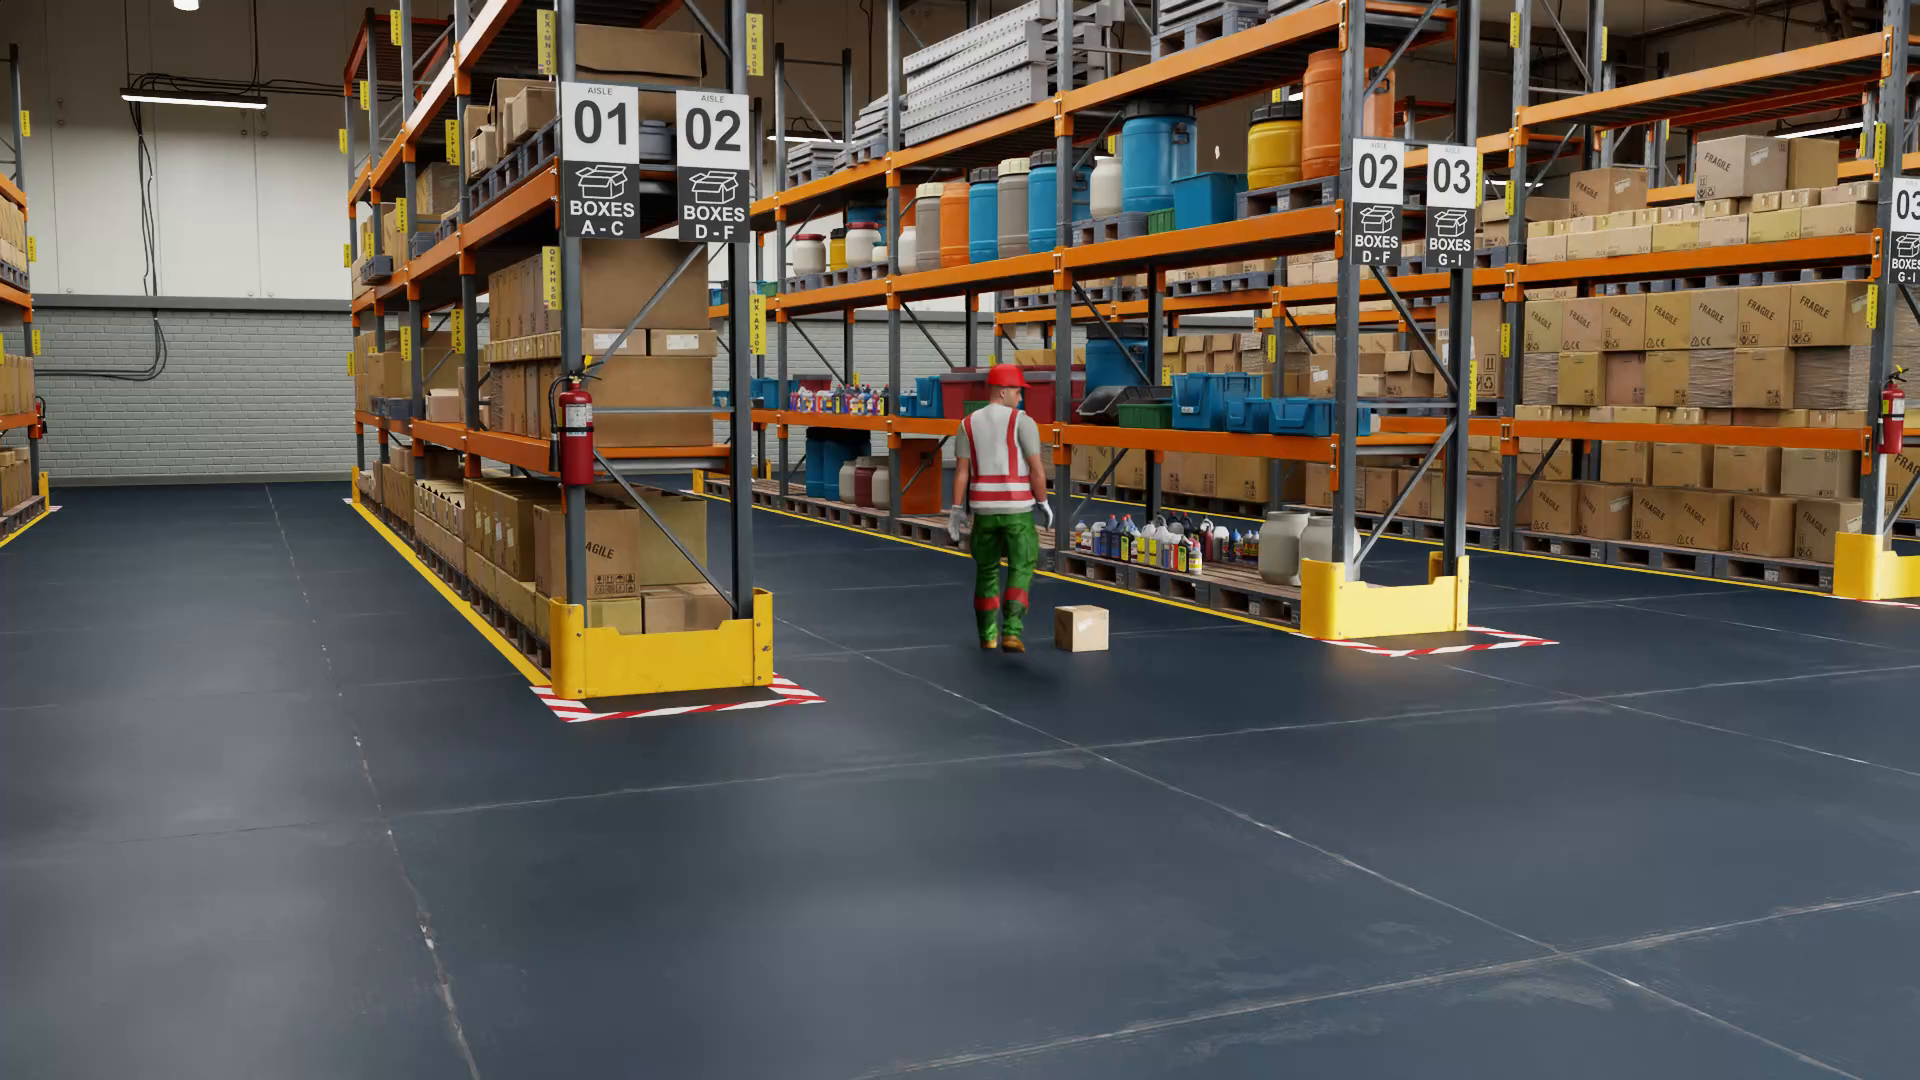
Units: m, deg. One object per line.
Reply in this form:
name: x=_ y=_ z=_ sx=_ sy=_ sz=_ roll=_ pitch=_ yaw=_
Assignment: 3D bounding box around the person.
person: x=0.250 y=-0.178 z=10.027 sx=0.618 sy=1.765 sz=0.895 roll=2 pitch=6 yaw=21
